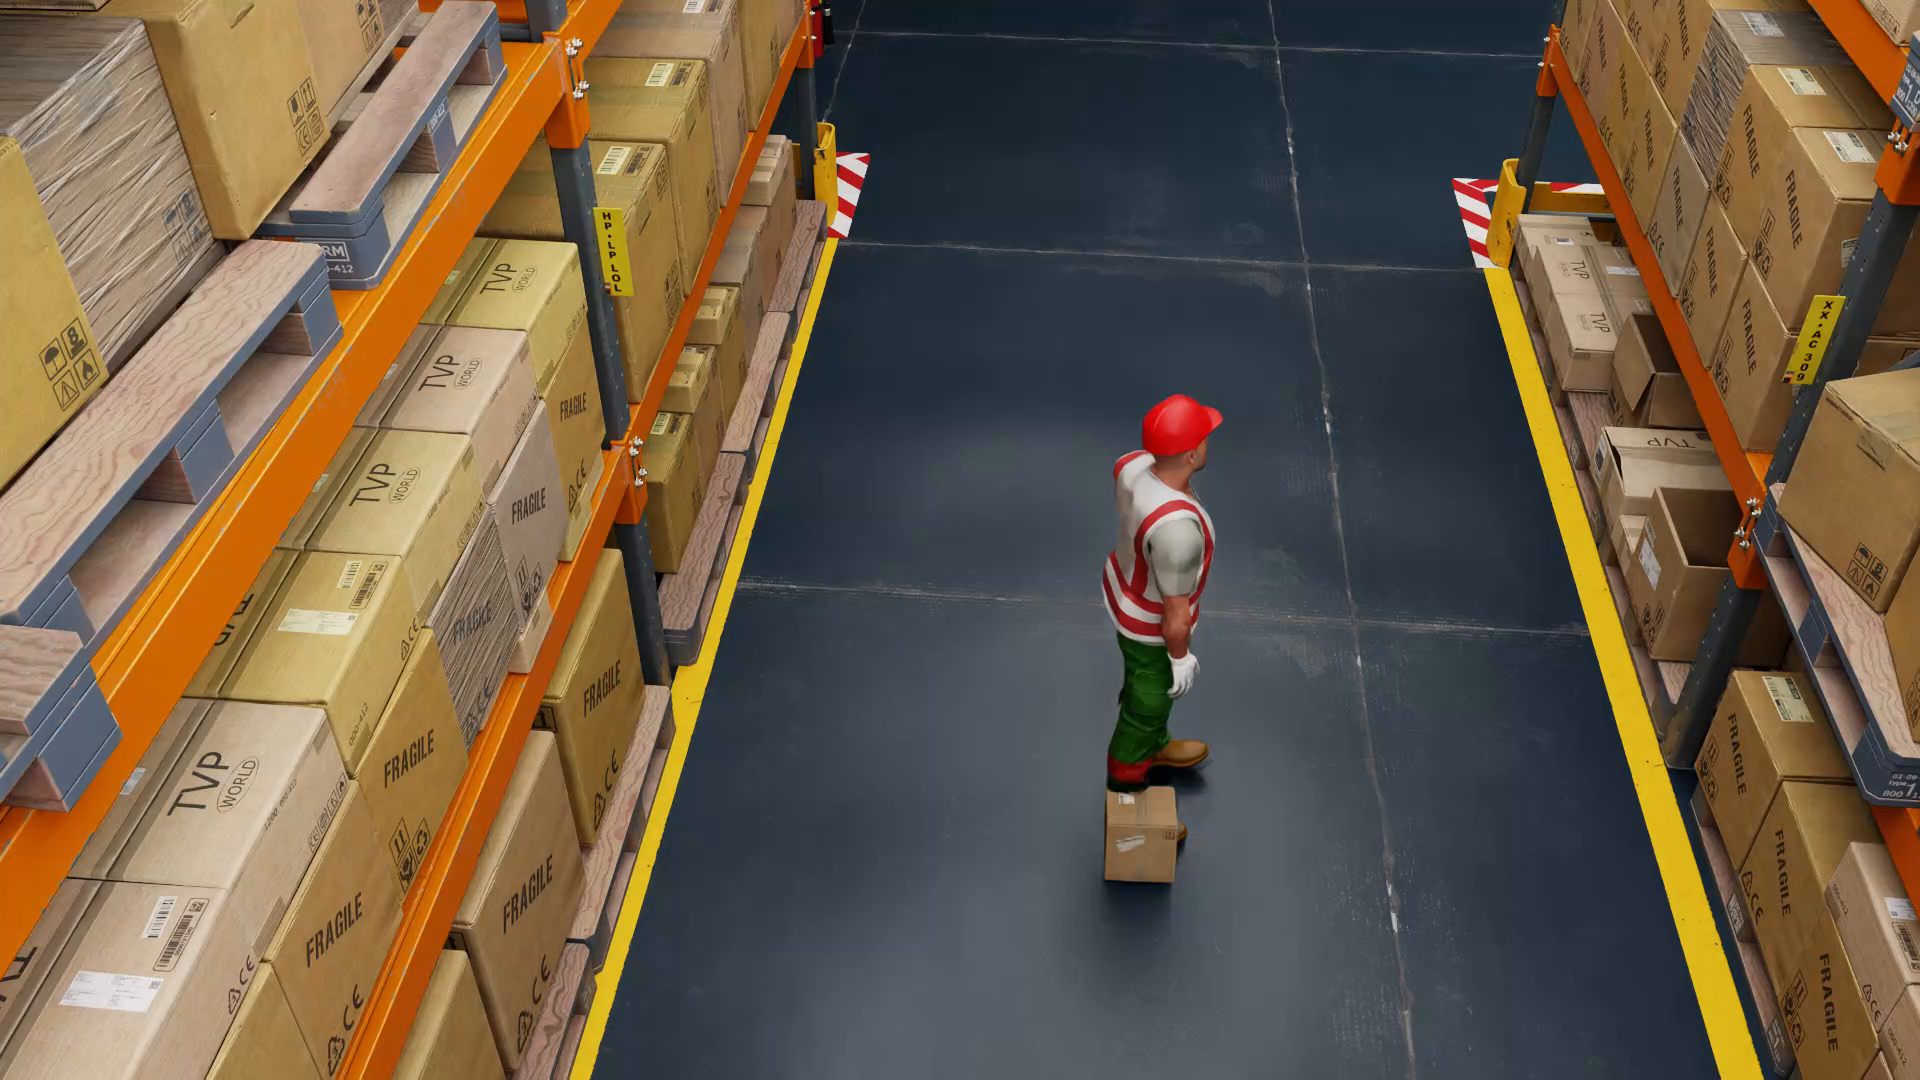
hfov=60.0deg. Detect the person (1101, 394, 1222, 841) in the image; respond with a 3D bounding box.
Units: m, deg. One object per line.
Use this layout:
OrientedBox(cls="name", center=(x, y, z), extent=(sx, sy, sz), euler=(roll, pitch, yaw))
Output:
OrientedBox(cls="person", center=(0.741, 0.260, 5.777), extent=(0.479, 1.795, 0.568), euler=(-6, 40, -7))
